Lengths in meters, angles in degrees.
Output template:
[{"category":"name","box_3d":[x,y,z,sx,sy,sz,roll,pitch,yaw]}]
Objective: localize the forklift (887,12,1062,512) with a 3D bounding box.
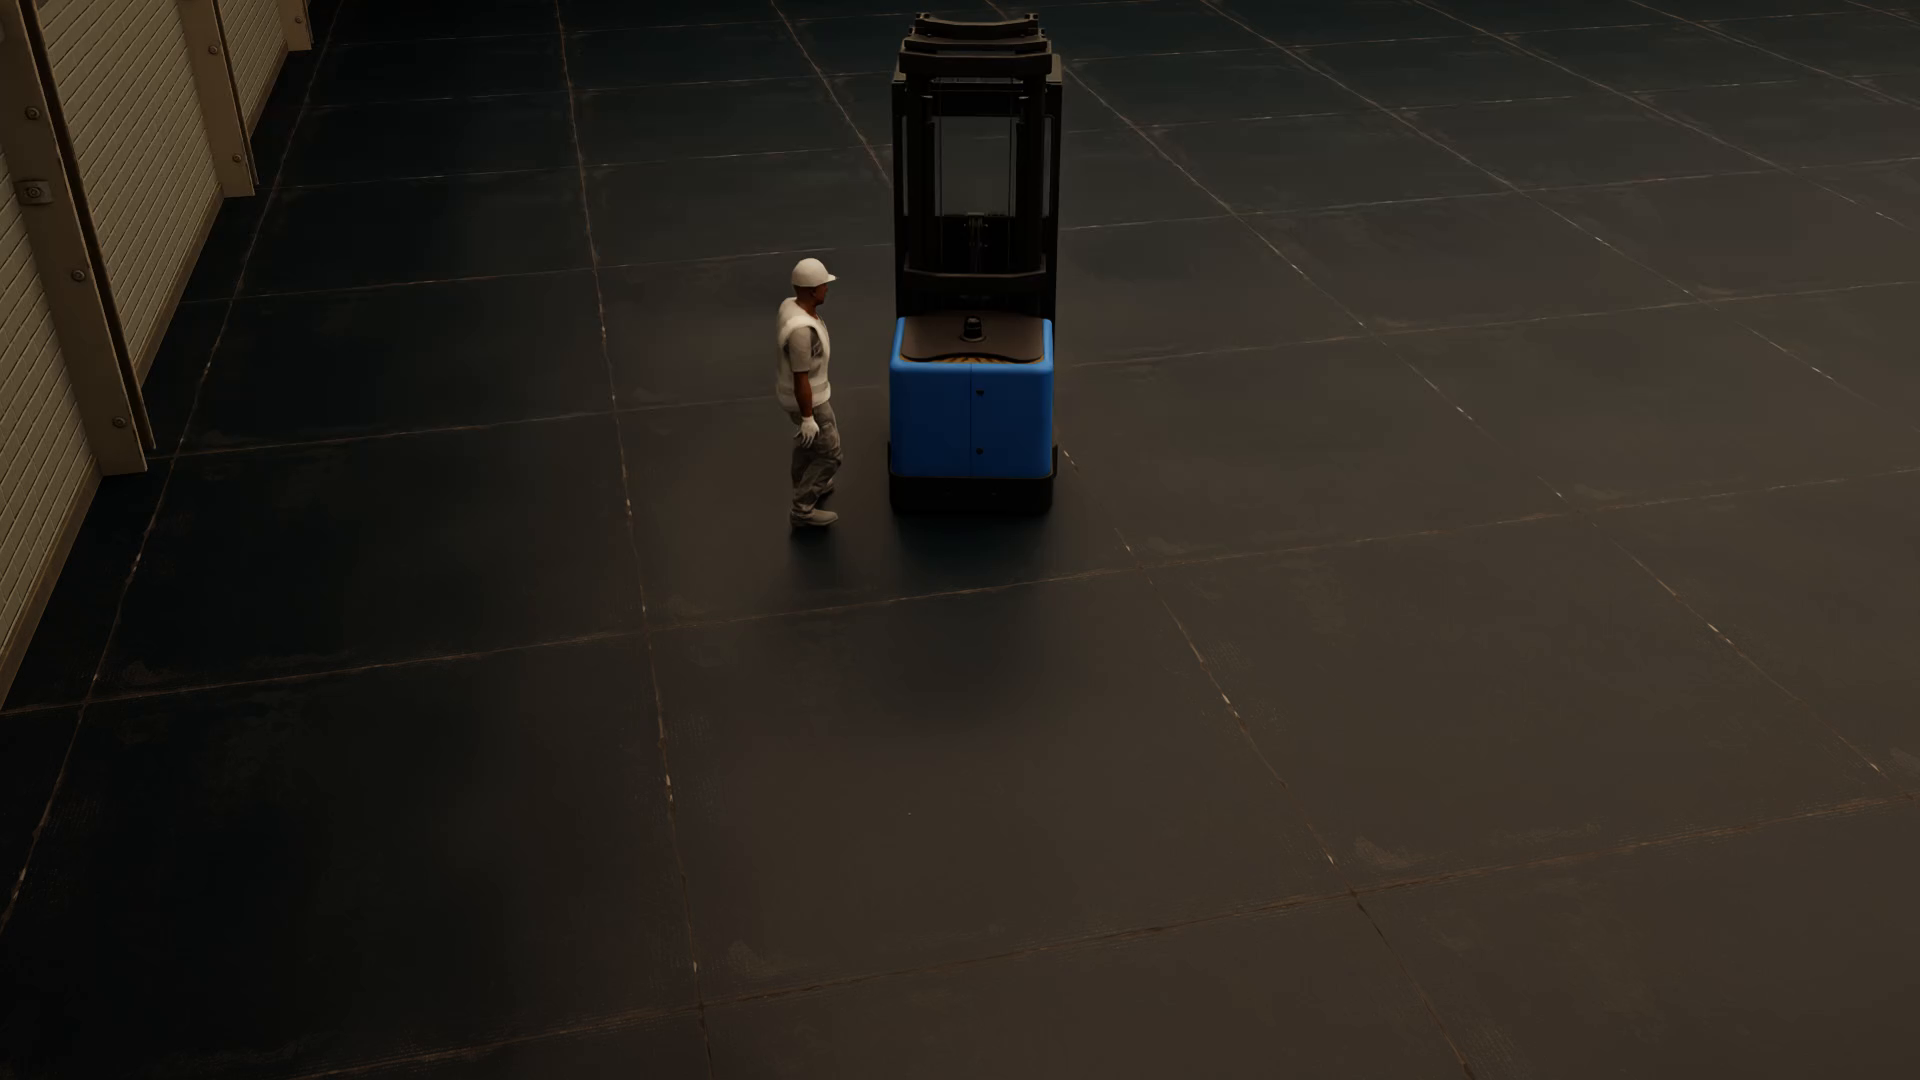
[{"category":"forklift","box_3d":[0.116,-2.153,11.293,1.130,2.935,3.031,1,30,2]}]

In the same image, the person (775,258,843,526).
[{"category":"person","box_3d":[-0.939,-0.904,10.311,0.399,1.752,0.840,-7,31,-11]}]
